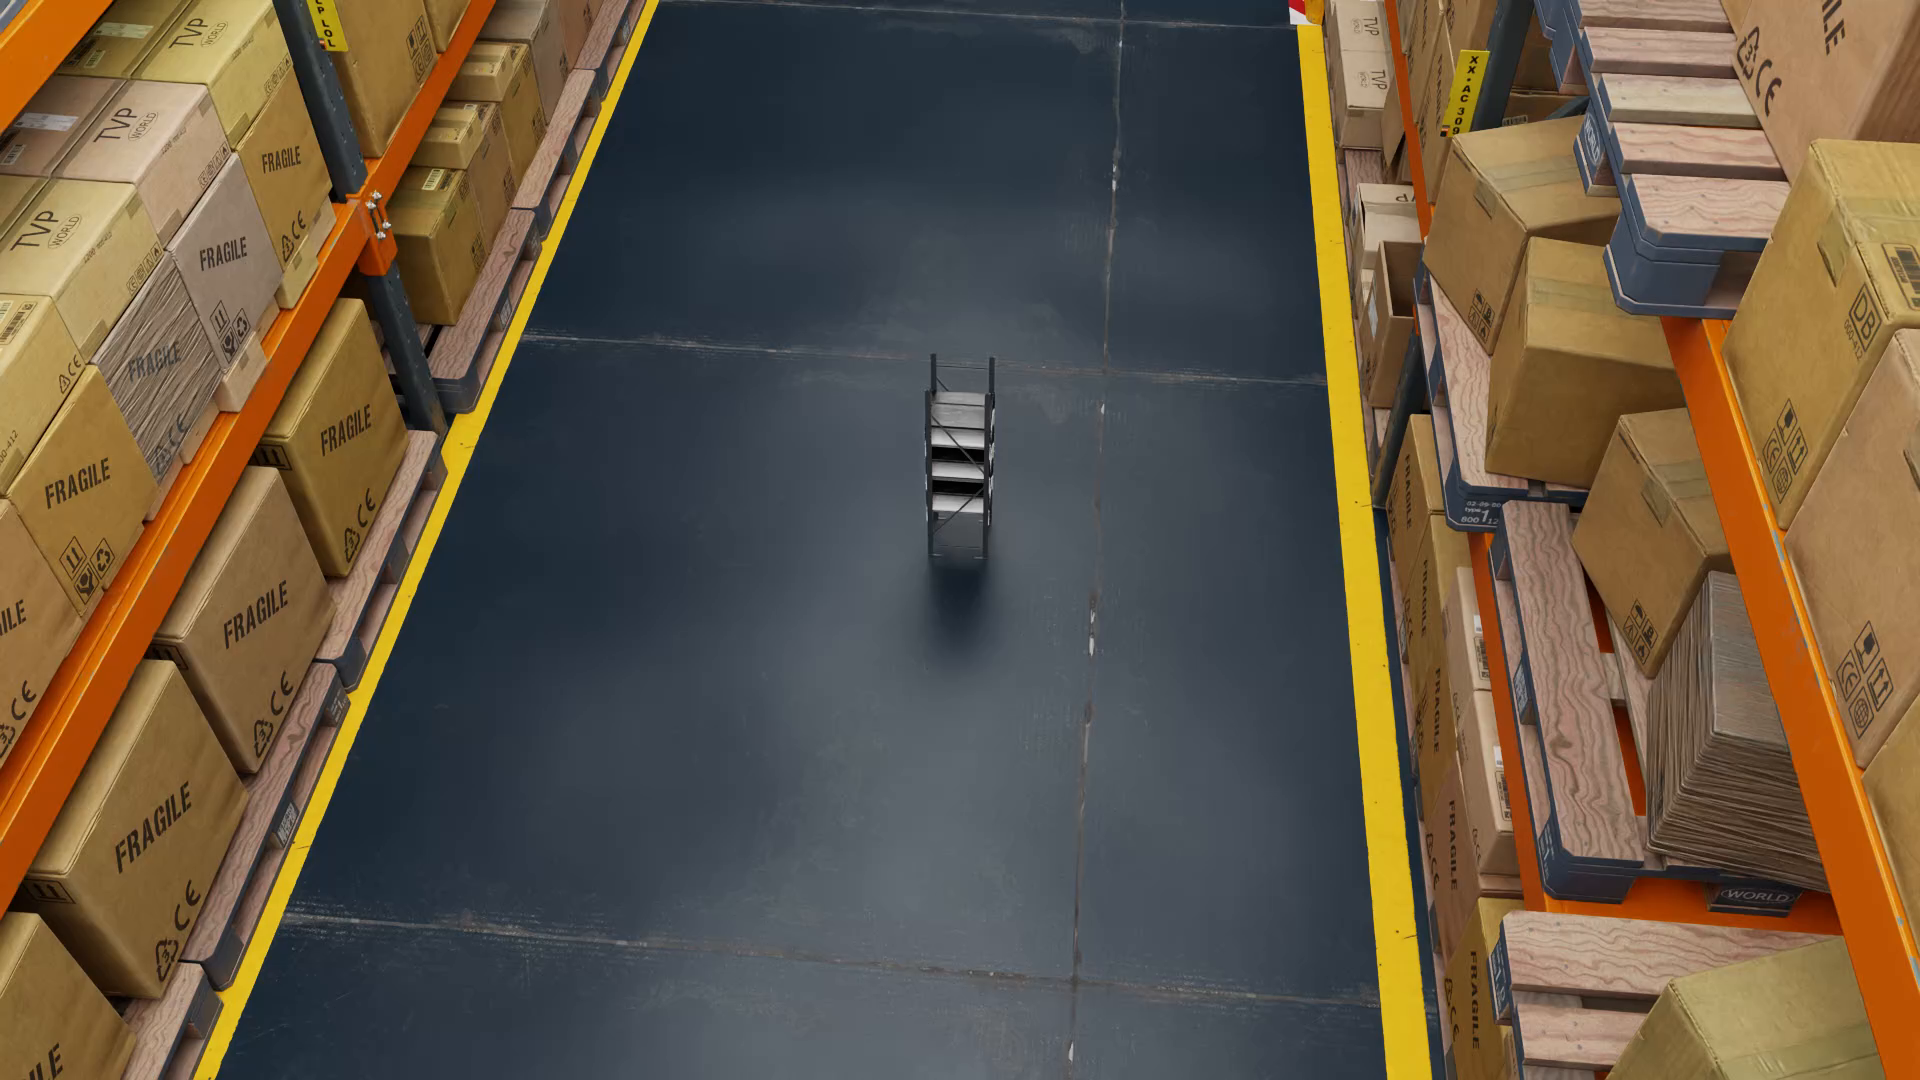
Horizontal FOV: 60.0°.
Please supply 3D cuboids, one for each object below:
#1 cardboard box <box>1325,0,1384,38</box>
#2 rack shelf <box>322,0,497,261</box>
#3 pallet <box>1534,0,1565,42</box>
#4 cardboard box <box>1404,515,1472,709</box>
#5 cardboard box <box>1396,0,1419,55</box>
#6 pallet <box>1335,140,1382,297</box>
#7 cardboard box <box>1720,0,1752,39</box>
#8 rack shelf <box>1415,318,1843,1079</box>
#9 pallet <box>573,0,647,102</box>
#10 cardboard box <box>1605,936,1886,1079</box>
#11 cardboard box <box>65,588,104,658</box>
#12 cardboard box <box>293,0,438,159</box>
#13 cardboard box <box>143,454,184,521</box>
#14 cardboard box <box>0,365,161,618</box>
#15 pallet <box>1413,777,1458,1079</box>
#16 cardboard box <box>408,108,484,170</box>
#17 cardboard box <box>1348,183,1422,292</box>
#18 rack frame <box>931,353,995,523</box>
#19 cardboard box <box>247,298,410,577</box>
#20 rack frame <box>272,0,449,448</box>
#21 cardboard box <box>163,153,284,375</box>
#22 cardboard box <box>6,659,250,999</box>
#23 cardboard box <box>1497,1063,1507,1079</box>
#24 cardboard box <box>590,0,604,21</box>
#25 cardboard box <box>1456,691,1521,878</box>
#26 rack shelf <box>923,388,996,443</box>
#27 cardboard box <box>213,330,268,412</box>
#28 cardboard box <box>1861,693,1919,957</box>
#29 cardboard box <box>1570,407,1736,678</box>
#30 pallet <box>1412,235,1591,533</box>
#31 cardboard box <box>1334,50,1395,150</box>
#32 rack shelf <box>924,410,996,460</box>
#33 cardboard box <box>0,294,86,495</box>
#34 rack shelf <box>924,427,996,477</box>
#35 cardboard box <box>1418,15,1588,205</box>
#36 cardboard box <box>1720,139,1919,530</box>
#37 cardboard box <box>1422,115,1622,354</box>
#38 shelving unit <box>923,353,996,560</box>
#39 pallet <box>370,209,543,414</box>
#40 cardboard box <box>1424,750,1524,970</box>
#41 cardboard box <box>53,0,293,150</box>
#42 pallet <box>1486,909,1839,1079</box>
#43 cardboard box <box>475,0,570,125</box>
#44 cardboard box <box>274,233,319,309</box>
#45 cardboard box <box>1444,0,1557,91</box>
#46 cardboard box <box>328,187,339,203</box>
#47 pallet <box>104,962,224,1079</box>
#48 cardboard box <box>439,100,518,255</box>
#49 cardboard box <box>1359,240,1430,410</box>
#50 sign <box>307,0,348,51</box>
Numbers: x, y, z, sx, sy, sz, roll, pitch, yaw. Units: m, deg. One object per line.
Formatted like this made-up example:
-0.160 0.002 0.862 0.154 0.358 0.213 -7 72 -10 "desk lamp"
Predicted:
2.174 -2.813 8.938 0.380 0.166 0.250 4 48 4 "cardboard box"
-2.538 -2.707 7.707 1.077 0.370 4.000 4 48 4 "rack shelf"
2.084 -1.624 4.324 1.213 0.211 1.003 4 48 4 "pallet"
1.889 0.277 5.886 0.500 0.500 0.500 4 48 4 "cardboard box"
2.093 -2.325 6.802 0.500 0.500 0.500 5 48 4 "cardboard box"
2.385 -1.612 8.108 1.003 0.211 1.213 4 48 4 "pallet"
2.055 -1.514 3.675 0.600 0.600 0.600 3 48 3 "cardboard box"
2.031 0.562 4.716 1.077 0.370 4.000 4 48 4 "rack shelf"
-2.351 -2.886 9.272 1.003 0.211 1.213 4 48 4 "pallet"
1.794 1.143 3.345 0.700 0.500 0.500 -11 48 -10 "cardboard box"
-2.695 0.183 4.733 0.380 0.149 0.250 4 48 4 "cardboard box"
-2.655 -1.979 6.350 0.980 0.700 0.700 5 48 4 "cardboard box"
-2.629 -0.204 5.087 0.380 0.149 0.250 3 48 2 "cardboard box"
-2.643 -0.154 4.601 0.500 0.500 0.500 5 48 5 "cardboard box"
2.068 1.290 5.453 1.003 0.211 1.213 4 48 4 "pallet"
-2.337 -1.779 7.341 0.380 0.149 0.250 5 48 5 "cardboard box"
2.051 -1.380 7.529 0.500 0.311 0.500 4 48 4 "cardboard box"
0.010 -0.384 6.518 0.240 0.900 0.006 4 48 4 "rack frame"
-2.650 -0.410 6.291 0.750 0.750 0.750 4 48 4 "cardboard box"
-2.720 -1.480 6.097 1.000 3.000 0.127 4 48 4 "rack frame"
-2.548 -0.890 5.274 0.500 0.500 0.500 4 48 4 "cardboard box"
-2.801 0.868 5.122 0.750 0.750 0.750 4 48 3 "cardboard box"
1.700 1.781 4.510 0.500 0.500 0.500 6 48 5 "cardboard box"
-2.320 -3.197 9.076 0.700 0.500 0.500 4 48 4 "cardboard box"
1.790 0.735 4.959 0.500 0.250 0.500 3 48 3 "cardboard box"
0.001 -0.469 6.275 0.258 0.077 0.200 4 48 4 "rack shelf"
-2.503 -0.562 5.414 0.380 0.149 0.250 4 48 4 "cardboard box"
1.855 0.420 2.258 0.910 0.500 0.500 4 48 4 "cardboard box"
2.113 -0.023 4.412 0.700 0.500 0.500 -7 48 -6 "cardboard box"
2.031 -0.505 5.335 1.003 0.211 1.213 4 48 4 "pallet"
2.154 -2.195 8.316 0.500 0.250 0.500 4 48 4 "cardboard box"
0.001 -0.409 6.341 0.258 0.077 0.200 4 48 4 "rack shelf"
-2.657 -0.390 4.308 0.500 0.250 0.500 3 48 3 "cardboard box"
0.001 -0.348 6.408 0.258 0.077 0.200 4 48 4 "rack shelf"
2.003 -1.568 6.110 0.500 0.500 0.500 5 48 4 "cardboard box"
1.949 -0.337 2.950 0.910 0.500 0.500 4 48 4 "cardboard box"
1.947 -0.992 5.299 0.700 0.500 0.500 -11 48 -10 "cardboard box"
0.001 -0.310 6.449 0.258 0.900 0.210 4 48 4 "shelving unit"
-2.573 -1.093 7.632 1.003 0.211 1.213 4 48 4 "pallet"
1.789 1.015 5.211 0.500 0.500 0.500 2 48 2 "cardboard box"
-2.508 -1.514 5.337 0.500 0.250 0.500 5 48 4 "cardboard box"
1.840 1.351 3.637 1.213 0.211 1.003 4 48 4 "pallet"
-2.411 -2.459 8.402 0.700 0.500 0.500 2 48 2 "cardboard box"
-2.469 -0.948 5.767 0.380 0.149 0.250 5 48 4 "cardboard box"
2.001 -1.910 5.745 0.500 0.500 0.500 4 48 4 "cardboard box"
-2.761 -1.447 7.036 0.380 0.149 0.250 4 48 3 "cardboard box"
-2.938 1.826 4.963 1.003 0.211 1.213 4 48 4 "pallet"
-2.501 -1.690 7.698 0.700 0.500 0.500 3 48 3 "cardboard box"
1.982 -0.893 6.955 0.500 0.500 0.500 4 48 4 "cardboard box"
-2.179 -1.815 5.672 0.100 0.325 0.005 4 48 4 "sign"
